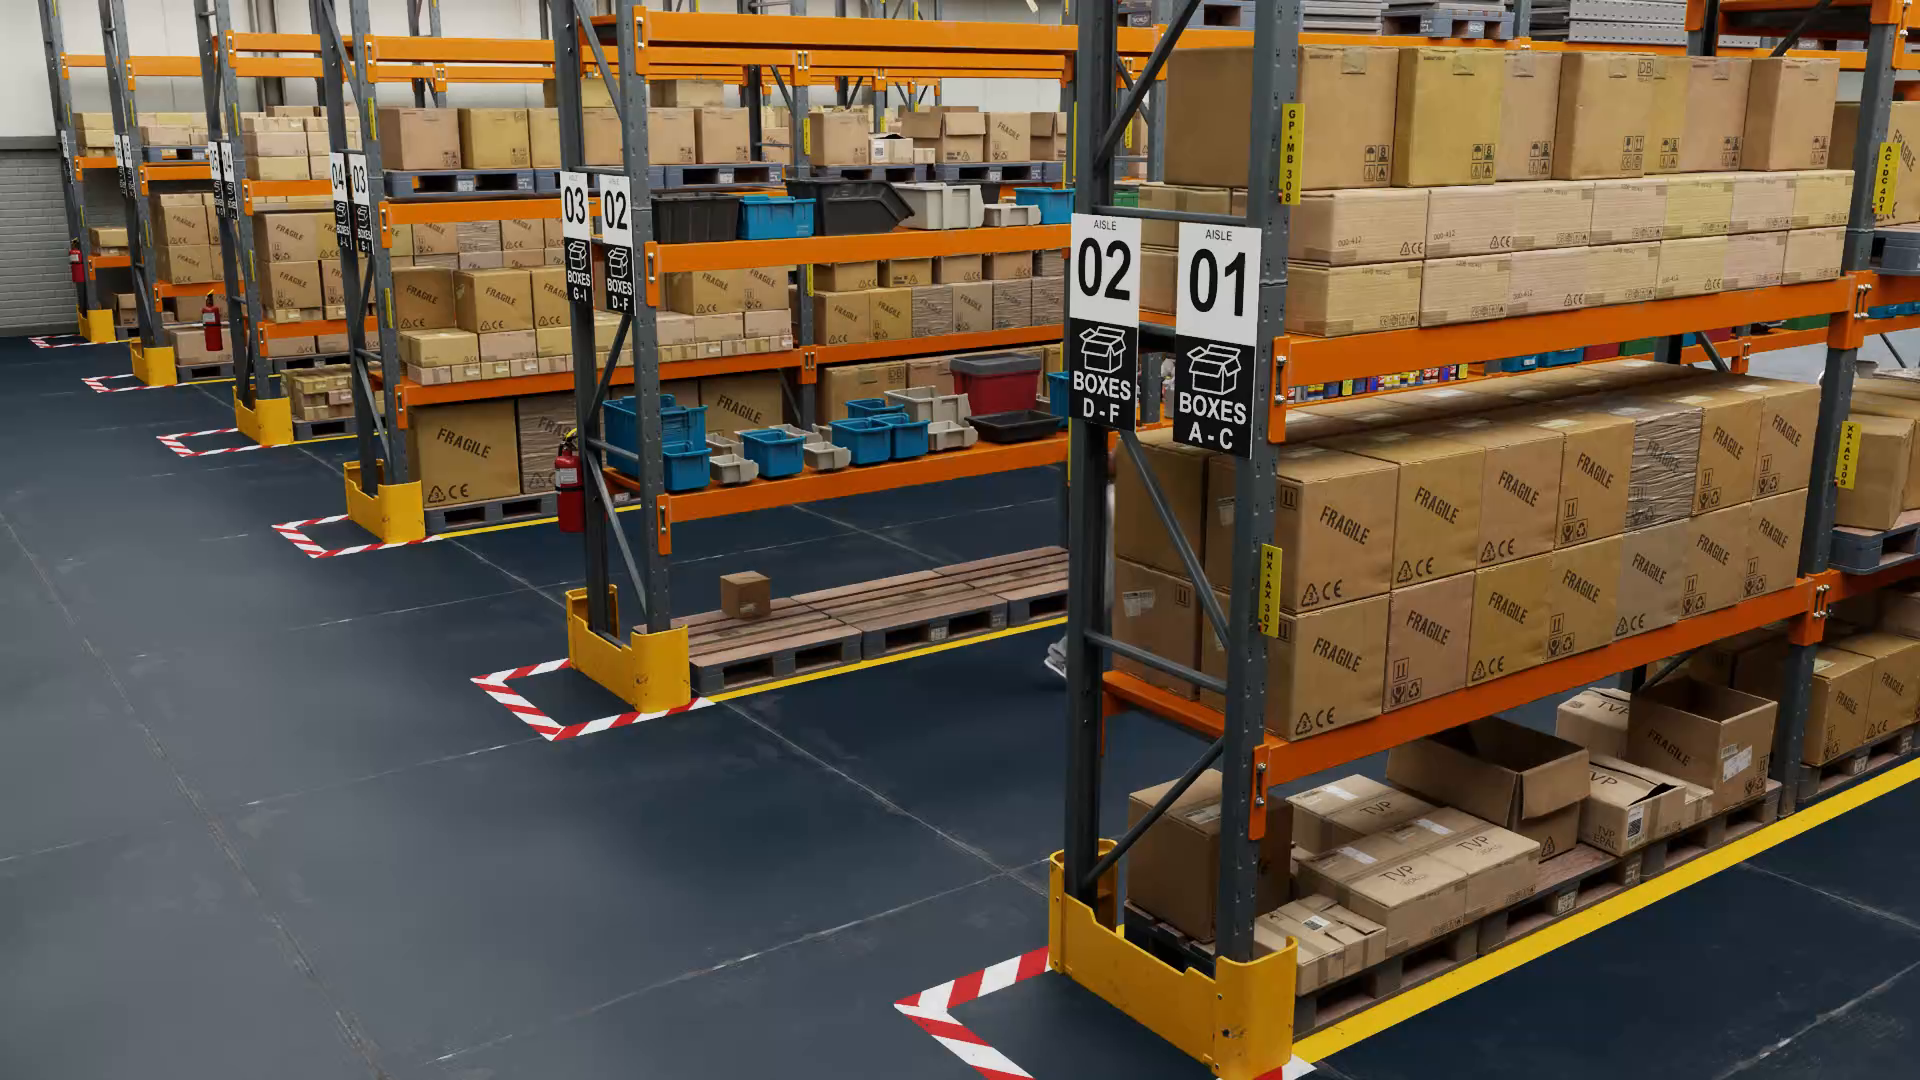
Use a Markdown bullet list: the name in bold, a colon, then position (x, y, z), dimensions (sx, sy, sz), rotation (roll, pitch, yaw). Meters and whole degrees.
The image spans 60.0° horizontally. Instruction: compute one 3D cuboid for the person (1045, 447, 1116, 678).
- **person**: position (1.000, 0.178, 10.329), dimensions (0.930, 1.546, 0.406), rotation (4, 15, 16)
